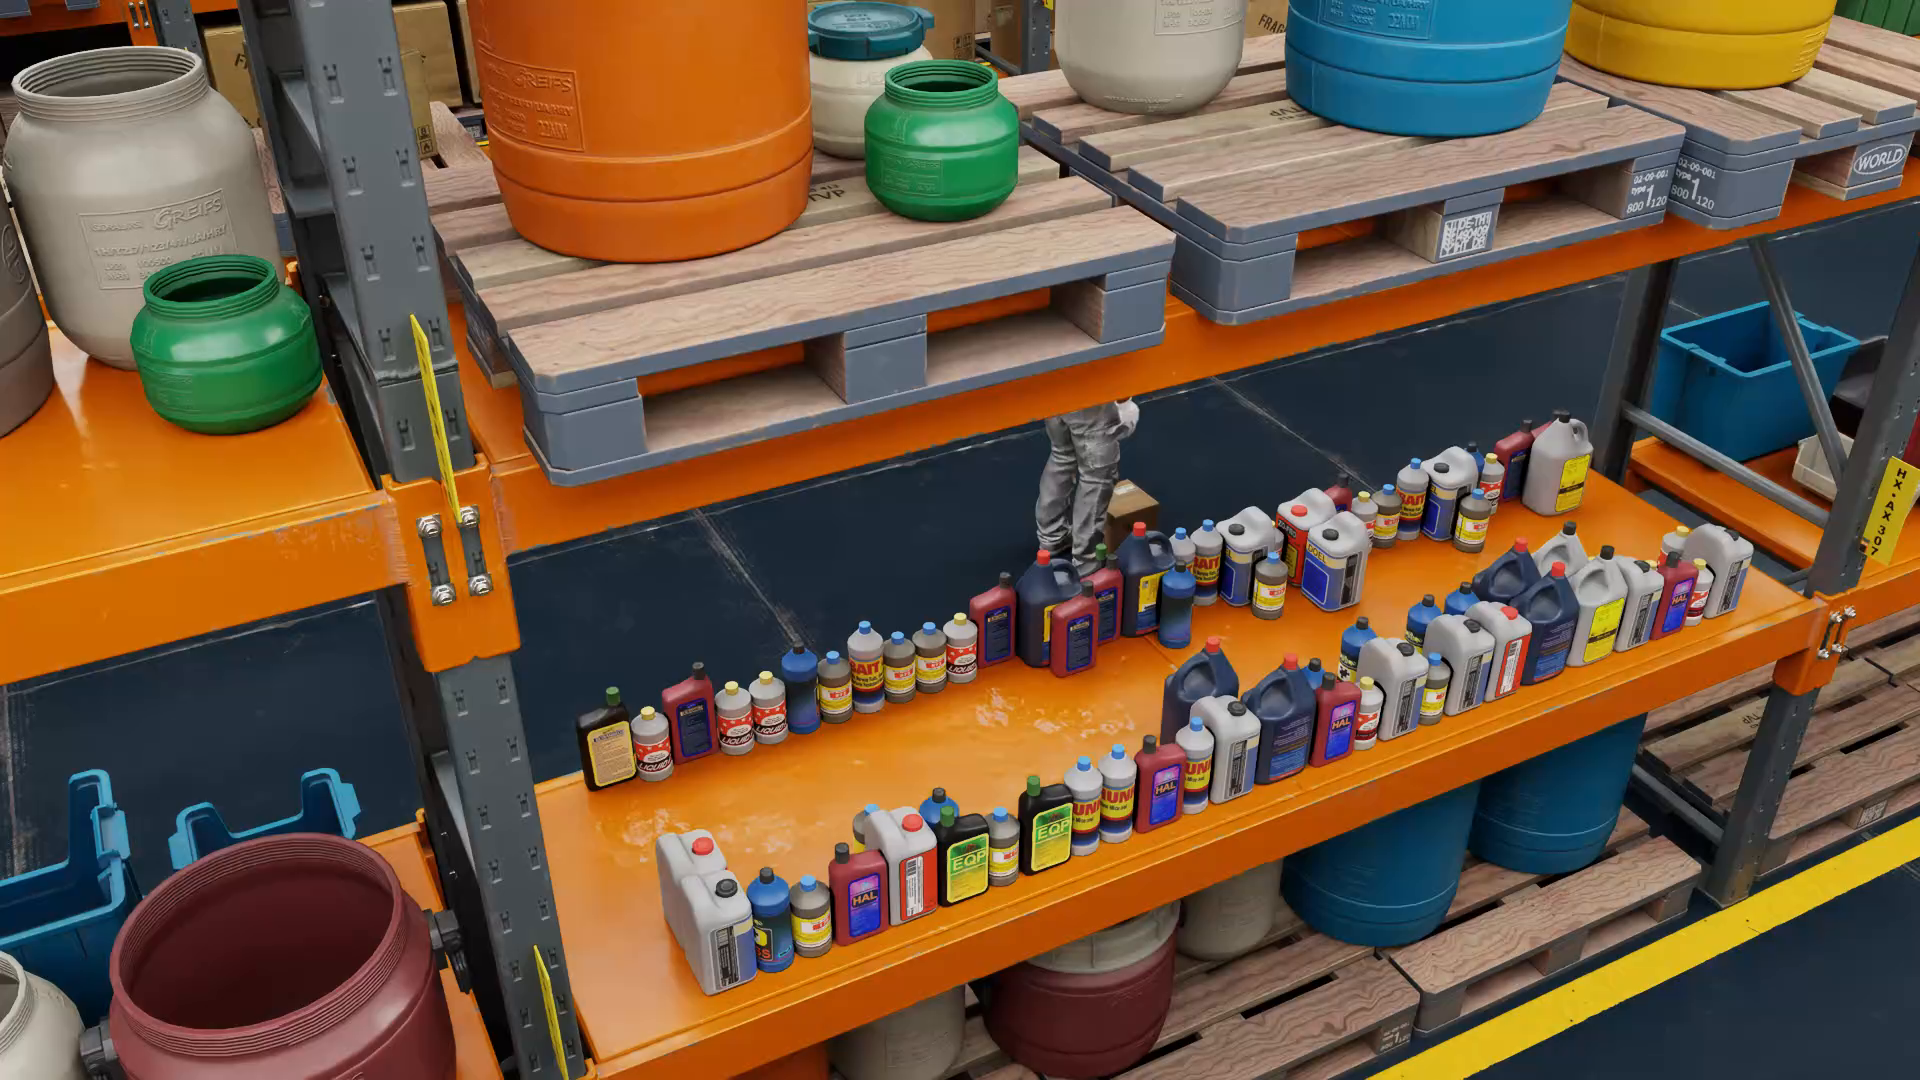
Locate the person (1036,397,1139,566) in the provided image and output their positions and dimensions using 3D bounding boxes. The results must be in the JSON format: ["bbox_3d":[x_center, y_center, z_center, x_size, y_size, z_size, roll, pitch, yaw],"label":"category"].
[{"bbox_3d":[0.539,-0.669,7.168,0.451,1.774,0.631,-17,36,-24],"label":"person"}]
